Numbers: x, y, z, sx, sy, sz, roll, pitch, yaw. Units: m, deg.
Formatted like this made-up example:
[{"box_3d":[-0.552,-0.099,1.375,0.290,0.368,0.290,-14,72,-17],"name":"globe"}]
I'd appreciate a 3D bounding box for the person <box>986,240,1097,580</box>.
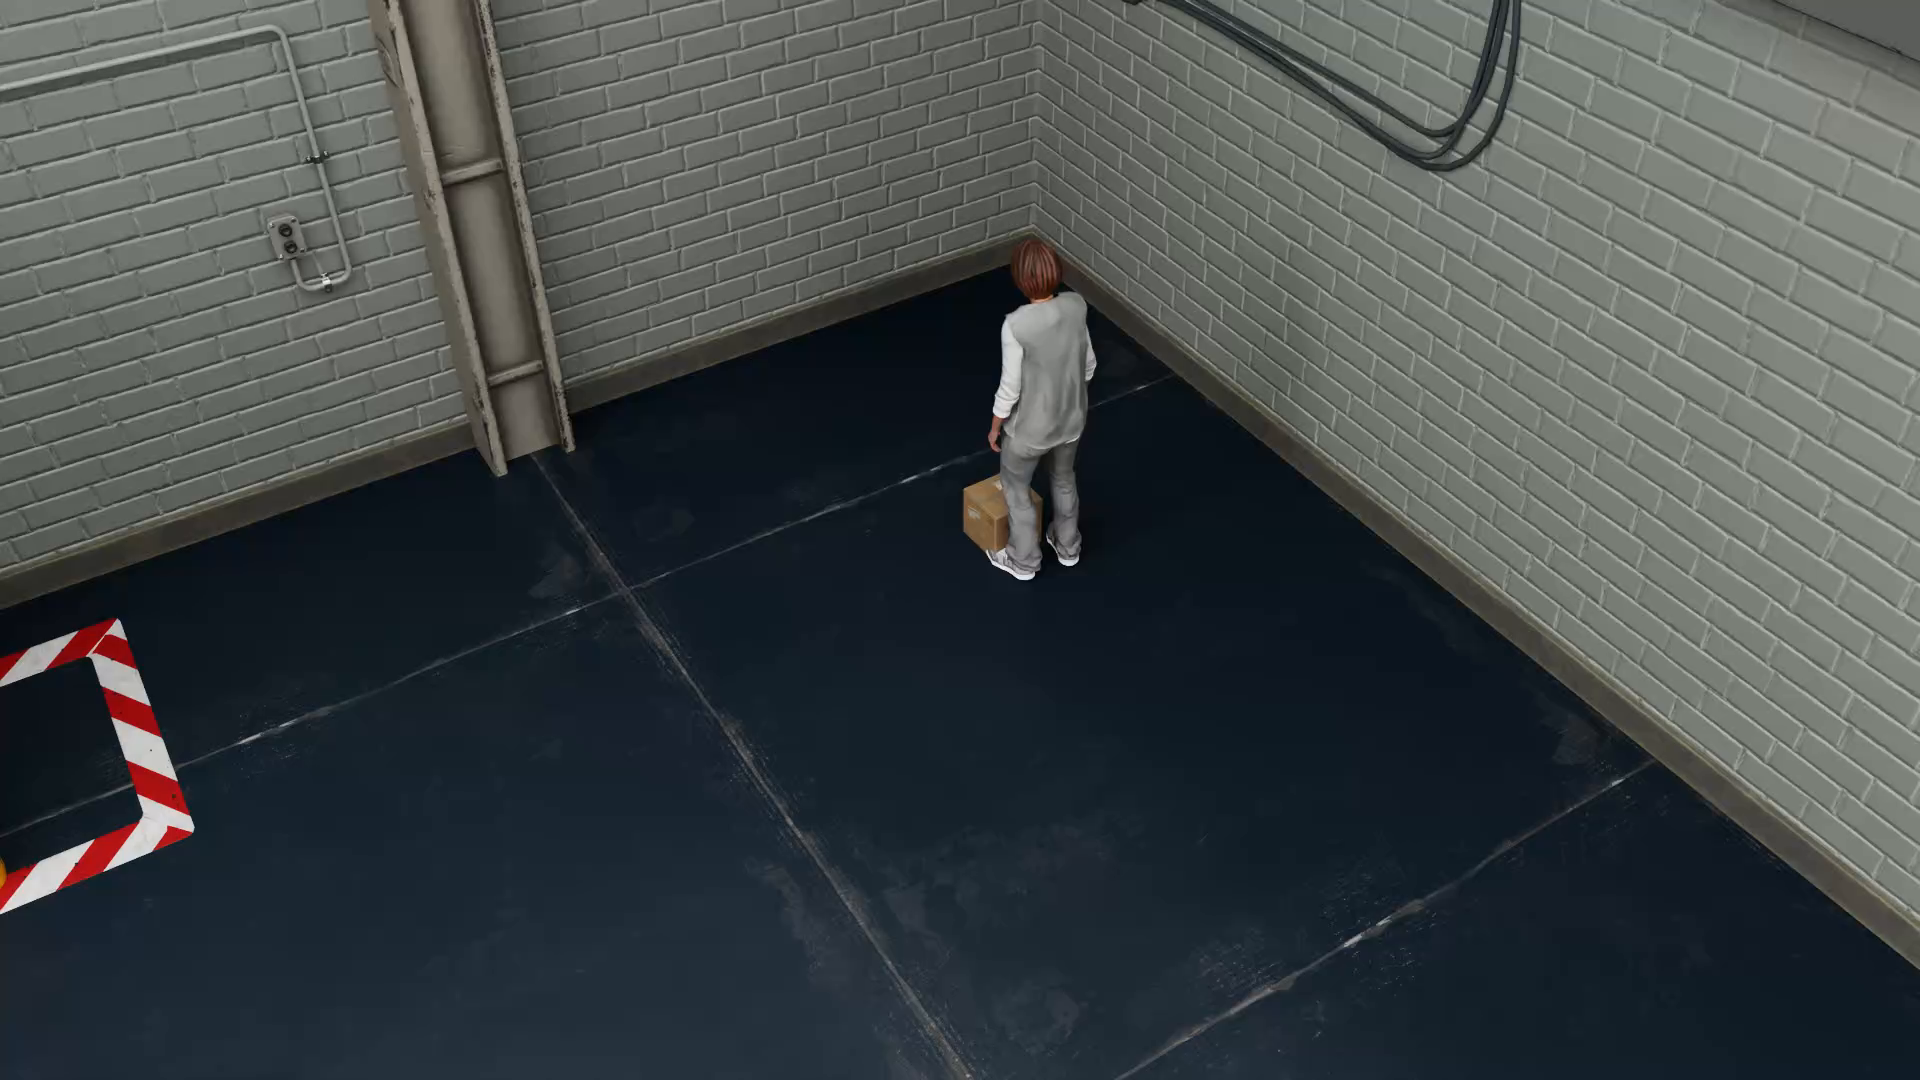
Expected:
[{"box_3d":[0.322,-0.488,6.722,0.461,1.593,0.364,-22,46,-23],"name":"person"}]
